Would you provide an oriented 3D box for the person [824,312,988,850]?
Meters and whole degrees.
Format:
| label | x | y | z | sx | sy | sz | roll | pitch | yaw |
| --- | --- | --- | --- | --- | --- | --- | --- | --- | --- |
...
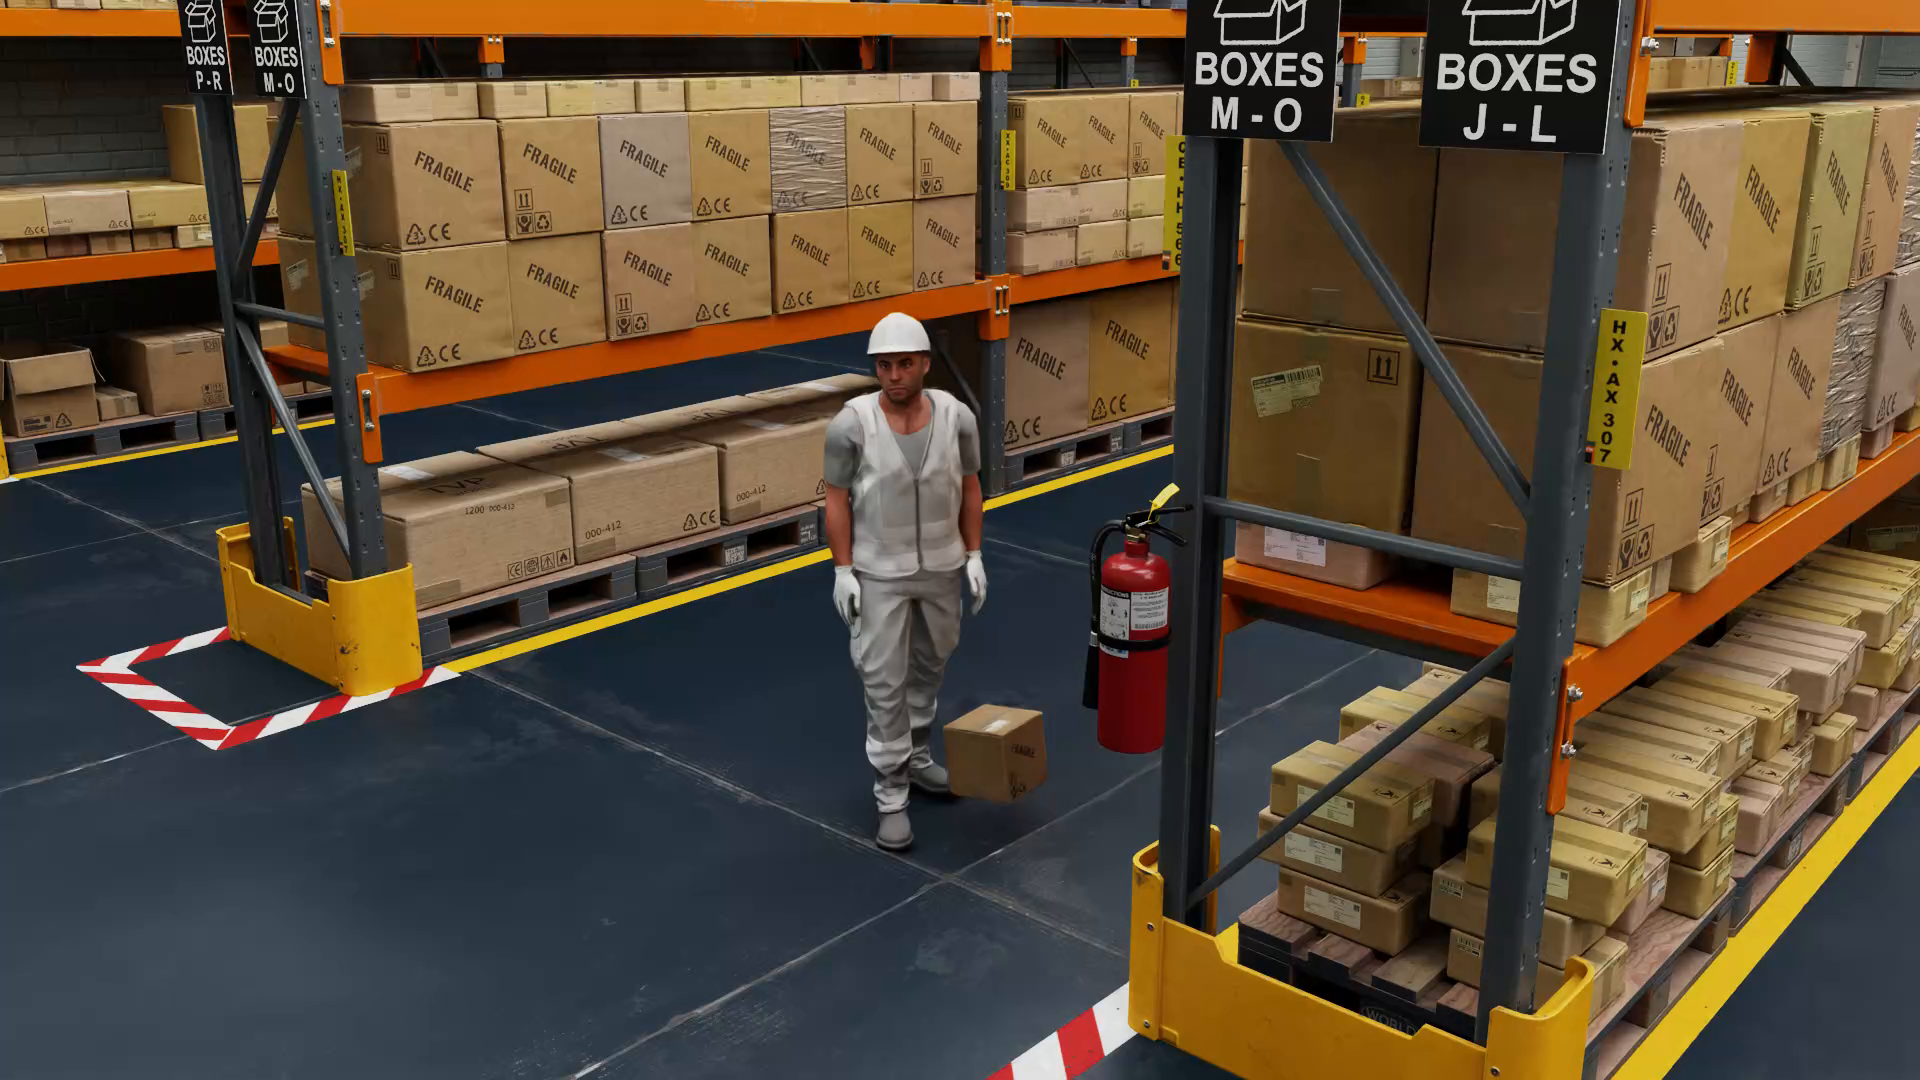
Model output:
| label | x | y | z | sx | sy | sz | roll | pitch | yaw |
| --- | --- | --- | --- | --- | --- | --- | --- | --- | --- |
| person | -0.177 | 0.115 | 5.621 | 0.540 | 1.786 | 0.581 | -6 | 18 | -20 |
